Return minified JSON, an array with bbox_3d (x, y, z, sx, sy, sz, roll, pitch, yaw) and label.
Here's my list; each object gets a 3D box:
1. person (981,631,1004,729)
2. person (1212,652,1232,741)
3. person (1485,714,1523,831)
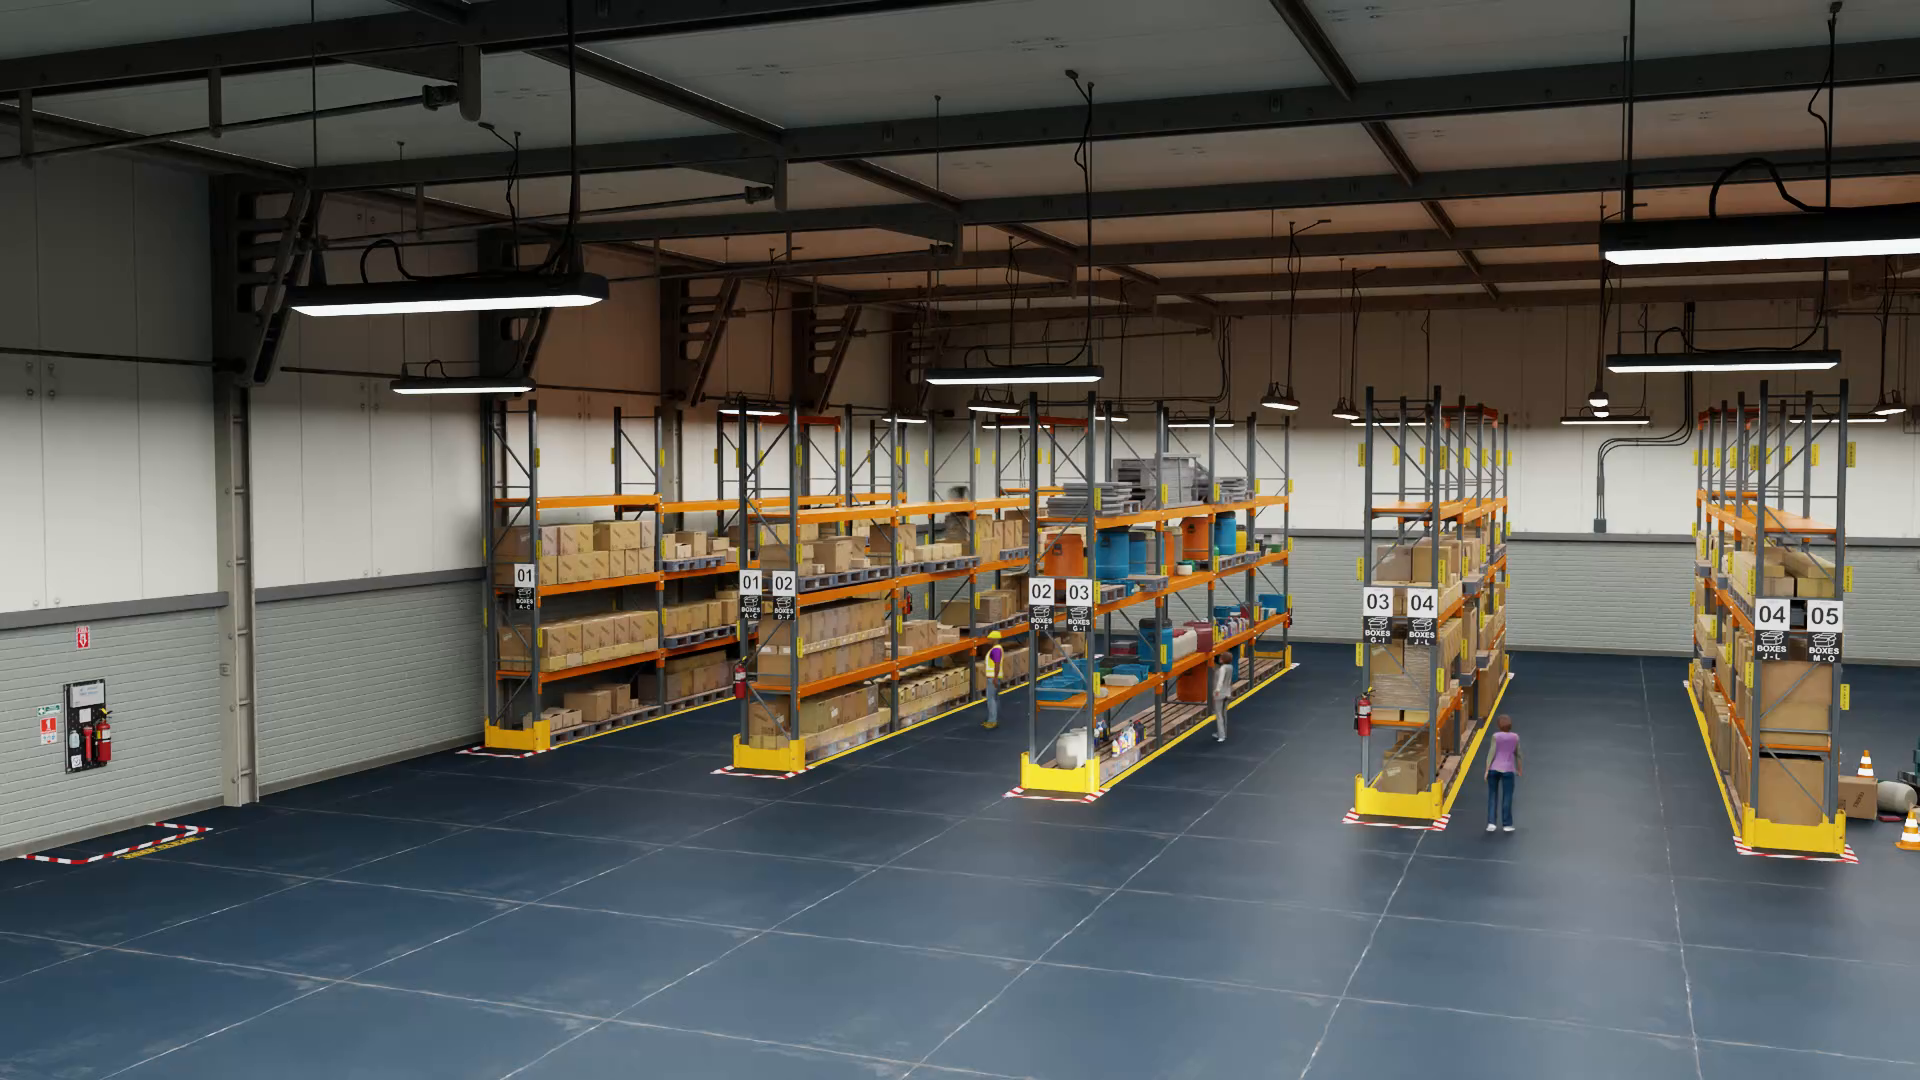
[{"bbox_3d":[0.619,2.597,31.014,0.388,1.801,0.658,0,3,7],"label":"person"},{"bbox_3d":[4.600,2.764,29.534,0.435,1.597,0.533,-2,4,-39],"label":"person"},{"bbox_3d":[7.276,3.121,22.230,0.456,1.629,0.496,2,3,31],"label":"person"}]
